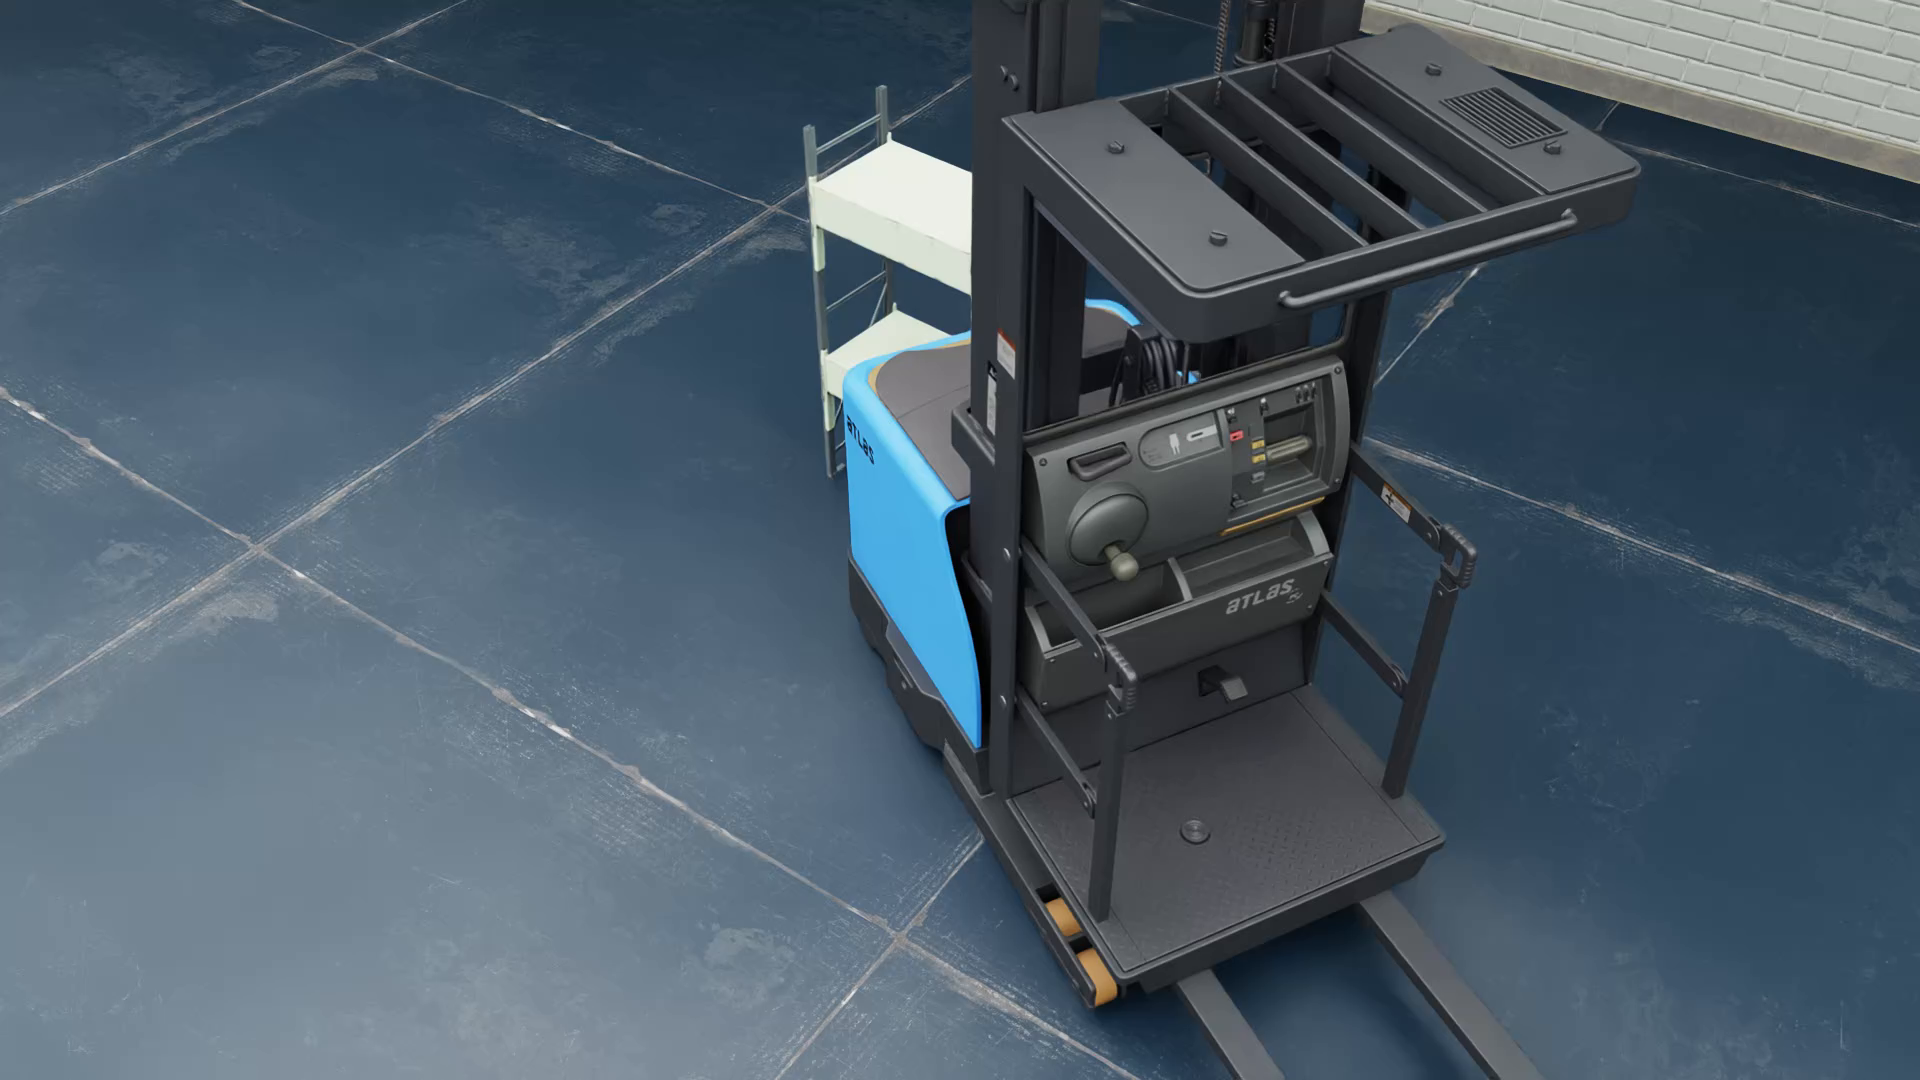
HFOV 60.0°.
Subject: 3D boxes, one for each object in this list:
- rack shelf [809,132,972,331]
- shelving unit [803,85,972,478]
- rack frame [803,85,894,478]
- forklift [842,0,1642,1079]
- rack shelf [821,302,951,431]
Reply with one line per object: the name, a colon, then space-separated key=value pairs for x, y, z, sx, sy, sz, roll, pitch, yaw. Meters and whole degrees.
rack shelf: x=-0.104 y=-1.047 z=5.711 sx=0.720 sy=0.370 sz=0.431 roll=29 pitch=49 yaw=28
shelving unit: x=-0.104 y=-0.757 z=5.971 sx=0.755 sy=1.500 sz=0.431 roll=29 pitch=49 yaw=28
rack frame: x=-0.388 y=-0.911 z=6.144 sx=0.023 sy=1.500 sz=0.400 roll=29 pitch=49 yaw=28
forklift: x=0.707 y=-0.100 z=4.164 sx=1.130 sy=2.935 sz=3.031 roll=-18 pitch=45 yaw=-19
rack shelf: x=-0.104 y=-0.514 z=6.188 sx=0.720 sy=0.370 sz=0.431 roll=29 pitch=49 yaw=28
